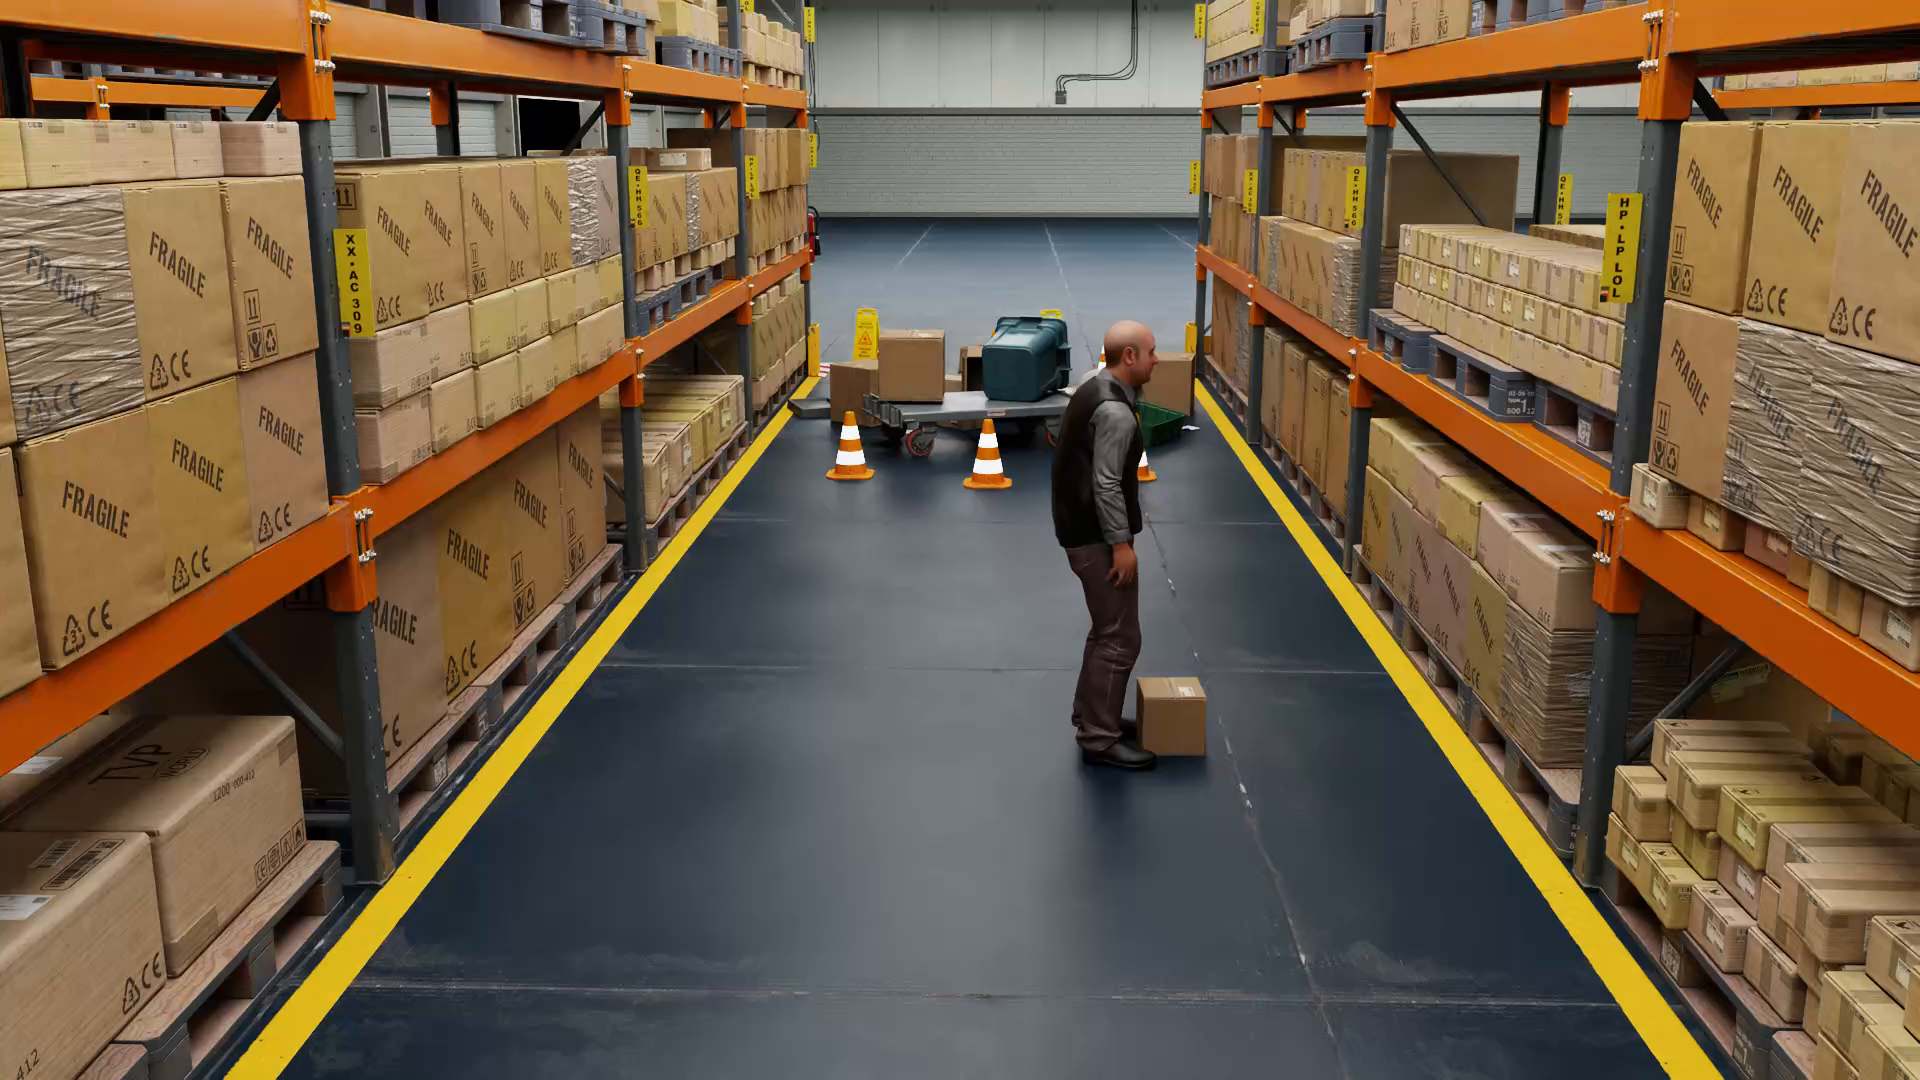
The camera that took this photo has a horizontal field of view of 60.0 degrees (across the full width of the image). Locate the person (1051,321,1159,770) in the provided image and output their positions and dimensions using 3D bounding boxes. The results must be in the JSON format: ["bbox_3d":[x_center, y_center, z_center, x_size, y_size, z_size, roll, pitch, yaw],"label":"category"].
[{"bbox_3d":[0.568,0.000,6.550,0.426,1.719,0.580,0,14,-1],"label":"person"}]
